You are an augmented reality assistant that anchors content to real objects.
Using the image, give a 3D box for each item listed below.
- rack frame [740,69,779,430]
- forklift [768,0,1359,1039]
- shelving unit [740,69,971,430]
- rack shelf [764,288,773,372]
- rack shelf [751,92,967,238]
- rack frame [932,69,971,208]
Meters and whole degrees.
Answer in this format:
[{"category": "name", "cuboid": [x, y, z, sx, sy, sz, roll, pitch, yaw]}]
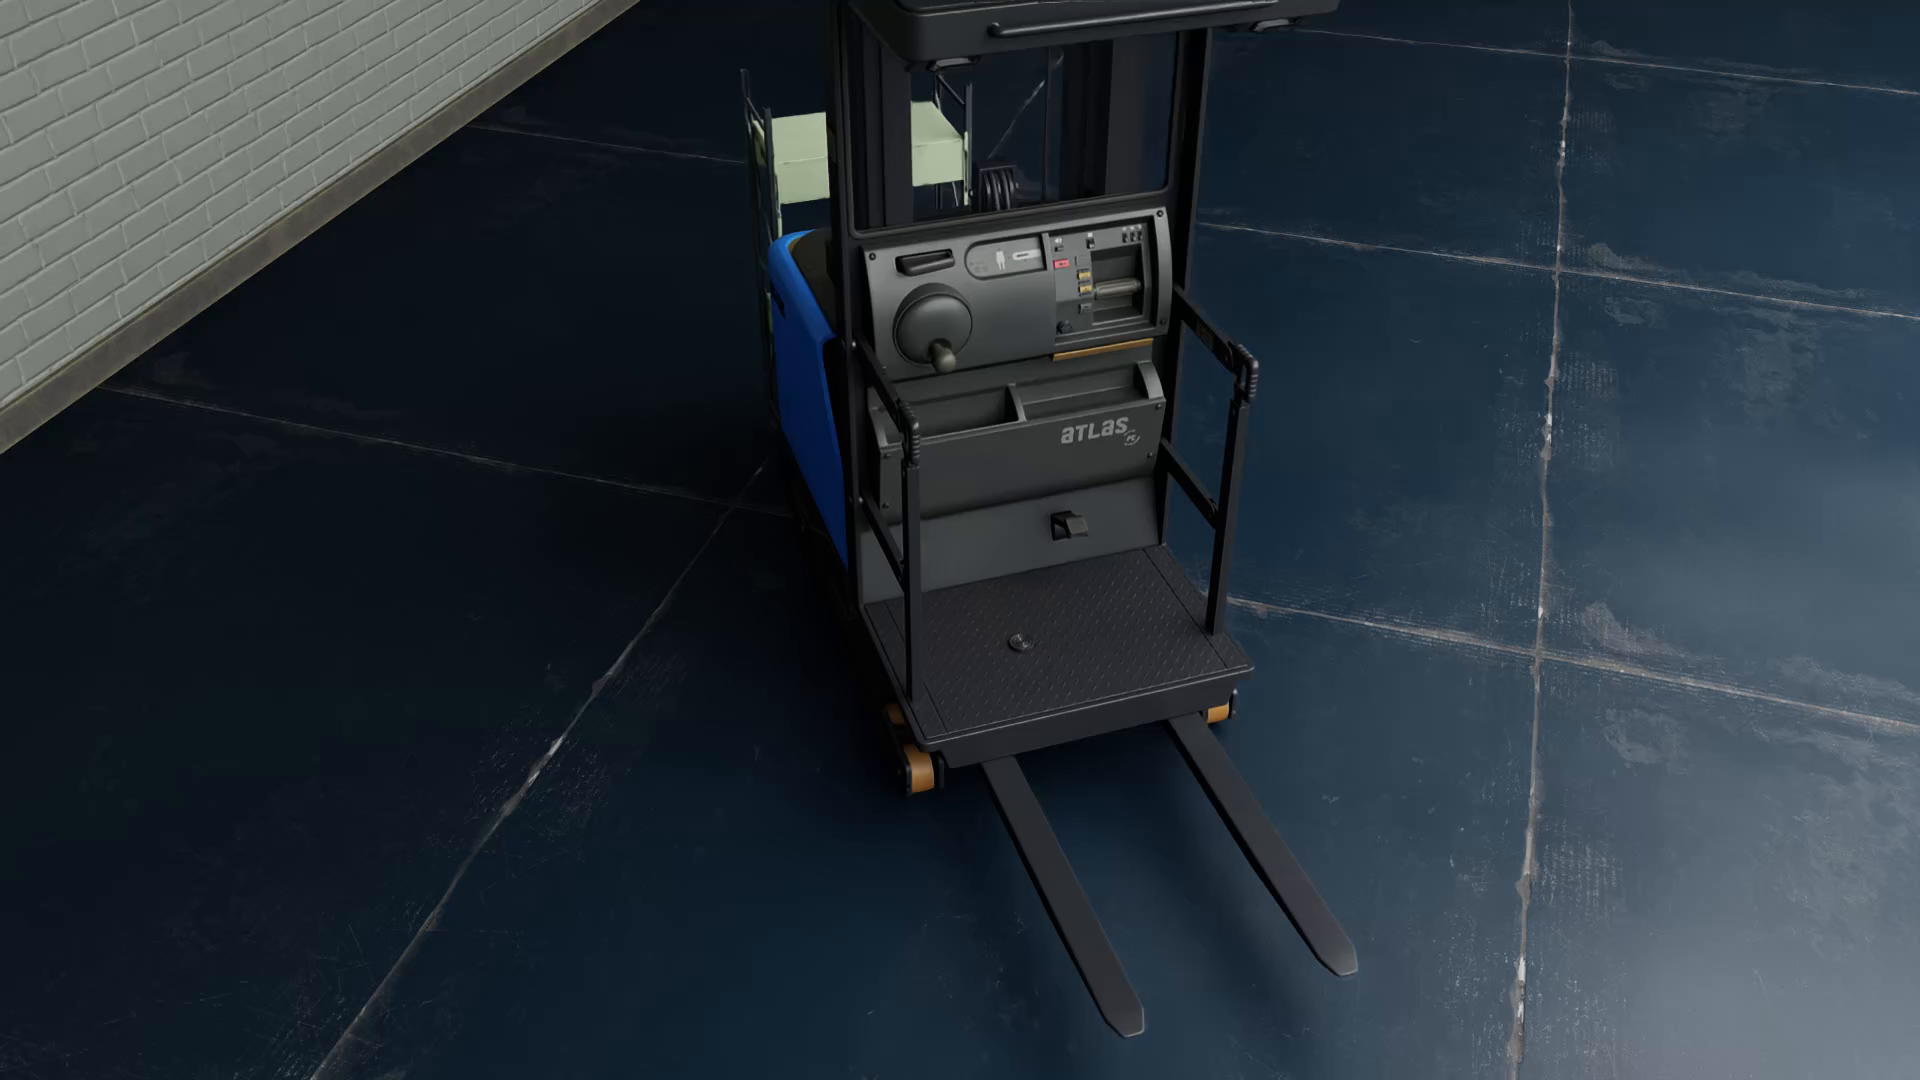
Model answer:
[{"category": "rack frame", "cuboid": [-0.727, -0.995, 6.337, 0.023, 1.500, 0.400, -11, 38, -15]}, {"category": "forklift", "cuboid": [0.249, -0.664, 4.679, 1.130, 2.935, 3.031, -11, 38, -15]}, {"category": "shelving unit", "cuboid": [-0.380, -1.064, 6.430, 0.755, 1.500, 0.431, -11, 38, -15]}, {"category": "rack shelf", "cuboid": [-0.380, -0.801, 6.623, 0.720, 0.370, 0.431, -11, 38, -15]}, {"category": "rack shelf", "cuboid": [-0.380, -1.378, 6.199, 0.720, 0.370, 0.431, -11, 38, -15]}, {"category": "rack frame", "cuboid": [-0.032, -1.132, 6.523, 0.023, 1.500, 0.400, -11, 38, -15]}]
